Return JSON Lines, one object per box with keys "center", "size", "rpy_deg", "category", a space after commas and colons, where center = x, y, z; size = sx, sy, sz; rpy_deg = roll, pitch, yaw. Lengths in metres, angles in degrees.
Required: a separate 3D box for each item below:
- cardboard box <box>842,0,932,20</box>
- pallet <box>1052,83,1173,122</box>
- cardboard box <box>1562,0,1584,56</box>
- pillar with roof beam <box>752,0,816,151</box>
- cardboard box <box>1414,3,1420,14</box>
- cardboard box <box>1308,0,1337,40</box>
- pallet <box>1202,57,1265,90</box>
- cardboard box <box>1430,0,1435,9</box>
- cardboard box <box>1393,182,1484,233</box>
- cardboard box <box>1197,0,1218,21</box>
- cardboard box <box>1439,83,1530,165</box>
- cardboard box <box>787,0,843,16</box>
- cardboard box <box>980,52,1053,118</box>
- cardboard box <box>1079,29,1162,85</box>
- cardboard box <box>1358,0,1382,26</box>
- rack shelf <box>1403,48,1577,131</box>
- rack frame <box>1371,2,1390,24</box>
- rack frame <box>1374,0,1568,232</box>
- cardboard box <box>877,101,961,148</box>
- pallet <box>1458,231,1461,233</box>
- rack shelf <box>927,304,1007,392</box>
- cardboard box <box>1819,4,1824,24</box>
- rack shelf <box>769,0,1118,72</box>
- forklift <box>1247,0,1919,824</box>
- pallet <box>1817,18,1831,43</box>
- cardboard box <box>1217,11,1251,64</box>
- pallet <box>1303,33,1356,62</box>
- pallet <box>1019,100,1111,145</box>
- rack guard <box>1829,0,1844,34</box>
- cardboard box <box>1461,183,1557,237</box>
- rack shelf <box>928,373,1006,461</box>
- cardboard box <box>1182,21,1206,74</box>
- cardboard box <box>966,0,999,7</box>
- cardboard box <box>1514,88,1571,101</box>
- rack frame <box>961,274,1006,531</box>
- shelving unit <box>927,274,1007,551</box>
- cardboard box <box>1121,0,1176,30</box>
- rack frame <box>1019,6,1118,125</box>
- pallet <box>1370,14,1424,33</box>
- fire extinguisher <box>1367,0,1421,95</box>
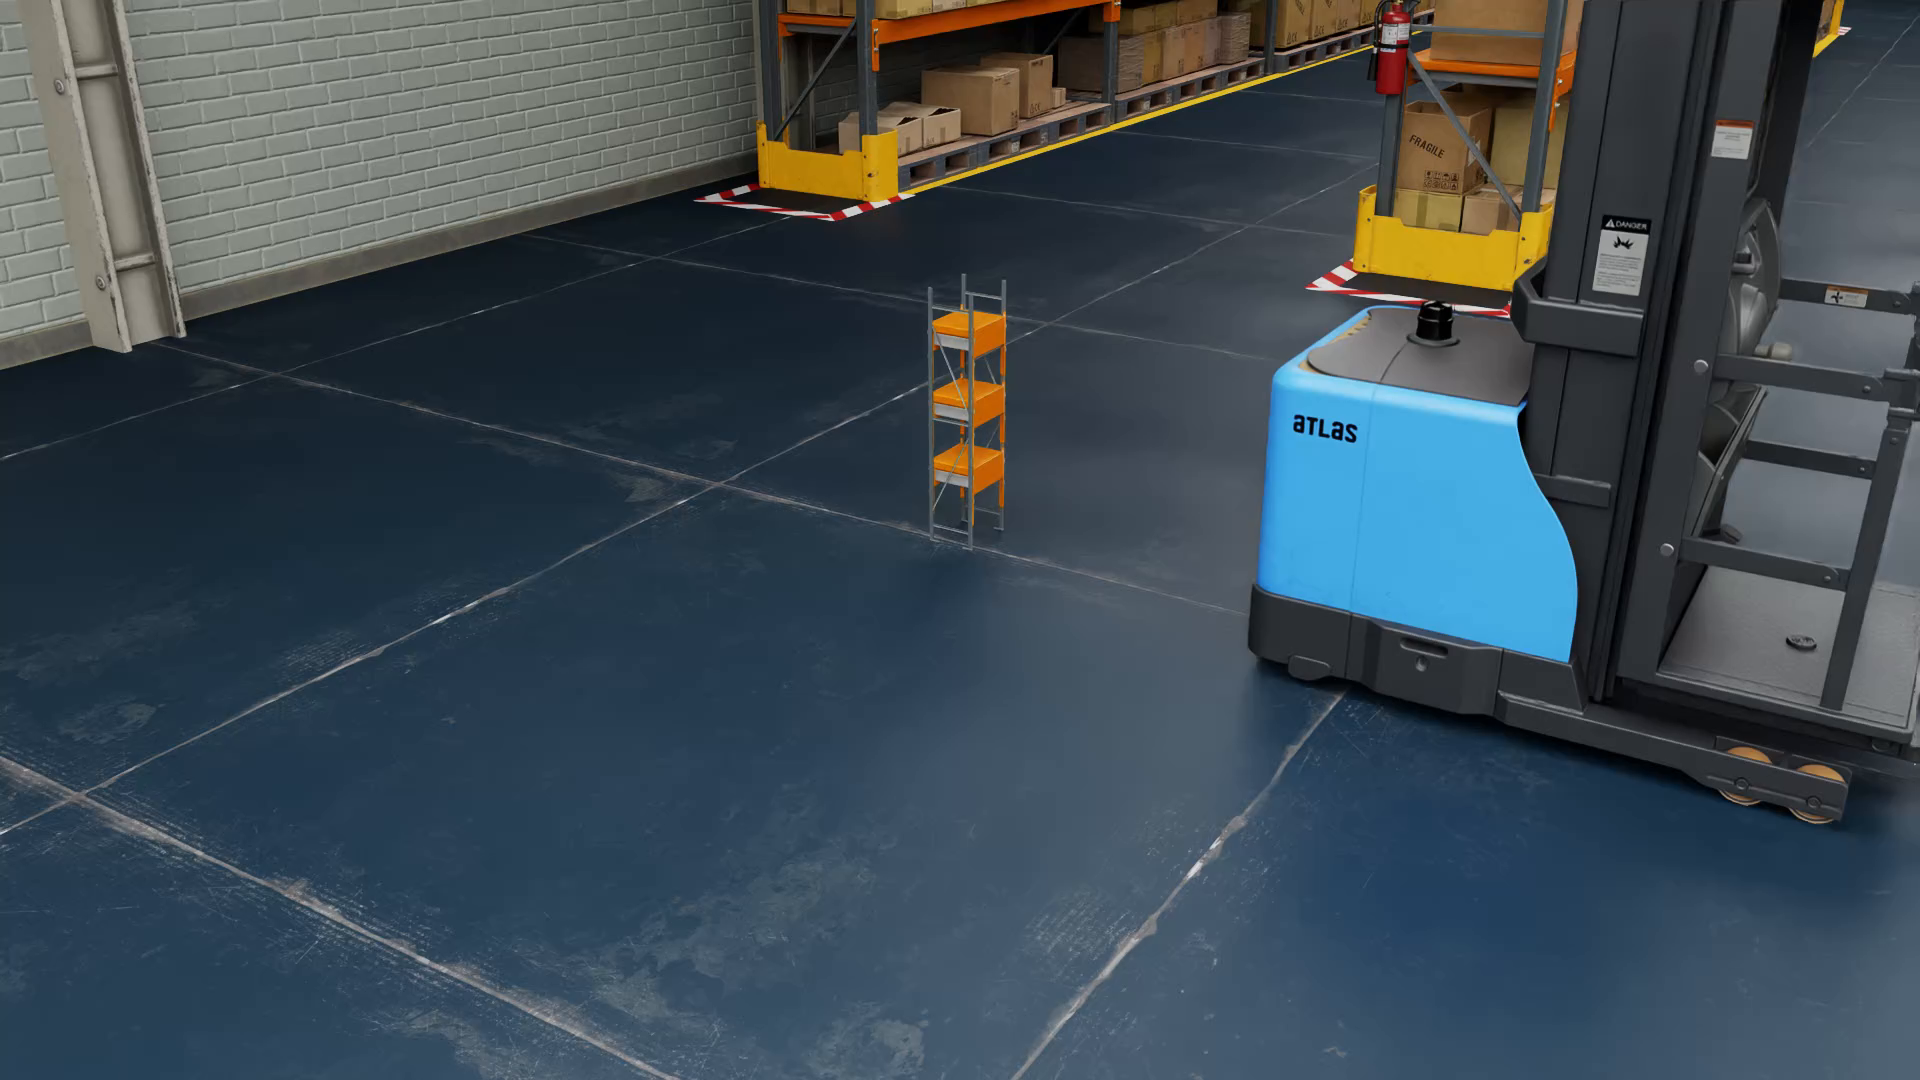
{"center": [-0.556, -4.147, 12.718], "size": [0.500, 0.250, 0.500], "rpy_deg": [13, 27, 27], "category": "cardboard box"}
{"center": [1.436, -4.442, 16.746], "size": [1.003, 0.211, 1.213], "rpy_deg": [14, 27, 29], "category": "pallet"}
{"center": [3.658, -3.451, 10.820], "size": [0.700, 0.500, 0.500], "rpy_deg": [15, 27, 30], "category": "cardboard box"}
{"center": [2.209, -6.377, 10.154], "size": [9.100, 9.000, 0.400], "rpy_deg": [14, 27, 29], "category": "pillar with roof beam"}
{"center": [5.996, -7.604, 23.158], "size": [0.700, 0.500, 0.500], "rpy_deg": [14, 27, 28], "category": "cardboard box"}
{"center": [4.104, -6.530, 20.236], "size": [0.750, 0.750, 0.750], "rpy_deg": [14, 27, 29], "category": "cardboard box"}
{"center": [2.724, -5.266, 18.648], "size": [1.003, 0.211, 1.213], "rpy_deg": [14, 27, 29], "category": "pallet"}
{"center": [6.544, -7.959, 23.976], "size": [0.700, 0.500, 0.500], "rpy_deg": [13, 27, 27], "category": "cardboard box"}
{"center": [3.159, -2.246, 11.094], "size": [0.500, 0.250, 0.500], "rpy_deg": [14, 27, 29], "category": "cardboard box"}
{"center": [2.448, -5.775, 17.962], "size": [0.500, 0.250, 0.500], "rpy_deg": [14, 27, 30], "category": "cardboard box"}
{"center": [3.673, -2.931, 11.733], "size": [0.500, 0.500, 0.500], "rpy_deg": [14, 27, 29], "category": "cardboard box"}
{"center": [-1.001, -4.248, 12.950], "size": [0.500, 0.250, 0.500], "rpy_deg": [14, 27, 30], "category": "cardboard box"}
{"center": [0.513, -4.155, 15.165], "size": [0.500, 0.500, 0.500], "rpy_deg": [12, 26, 25], "category": "cardboard box"}
{"center": [1.631, -4.950, 17.002], "size": [0.700, 0.500, 0.500], "rpy_deg": [13, 27, 28], "category": "cardboard box"}
{"center": [5.015, -7.119, 21.595], "size": [0.750, 0.750, 0.750], "rpy_deg": [14, 27, 30], "category": "cardboard box"}
{"center": [4.182, -3.417, 11.773], "size": [1.077, 0.370, 4.000], "rpy_deg": [14, 27, 29], "category": "rack shelf"}
{"center": [5.247, -8.159, 21.821], "size": [1.000, 3.000, 0.127], "rpy_deg": [14, 27, 29], "category": "rack frame"}
{"center": [3.127, -3.072, 10.070], "size": [1.000, 3.000, 0.127], "rpy_deg": [14, 27, 29], "category": "rack frame"}
{"center": [-0.341, -3.484, 13.853], "size": [0.500, 0.311, 0.500], "rpy_deg": [16, 28, 33], "category": "cardboard box"}
{"center": [3.495, -2.059, 11.241], "size": [1.003, 0.211, 1.213], "rpy_deg": [14, 27, 29], "category": "pallet"}
{"center": [0.028, -0.751, 6.475], "size": [0.215, 0.259, 0.240], "rpy_deg": [14, 27, 29], "category": "rack shelf"}
{"center": [10.963, -6.863, 21.734], "size": [0.500, 0.250, 0.500], "rpy_deg": [14, 27, 29], "category": "cardboard box"}
{"center": [-0.028, -4.454, 14.168], "size": [1.077, 0.370, 4.000], "rpy_deg": [14, 27, 29], "category": "rack shelf"}
{"center": [2.515, -0.761, 4.818], "size": [3.031, 2.935, 1.130], "rpy_deg": [14, 27, 29], "category": "forklift"}
{"center": [11.107, -6.897, 22.418], "size": [1.003, 0.211, 1.213], "rpy_deg": [14, 27, 29], "category": "pallet"}
{"center": [2.801, -5.610, 18.525], "size": [0.700, 0.500, 0.500], "rpy_deg": [14, 27, 30], "category": "cardboard box"}
{"center": [4.261, -6.190, 20.782], "size": [1.003, 0.211, 1.213], "rpy_deg": [14, 27, 29], "category": "pallet"}
{"center": [0.703, -3.945, 15.597], "size": [1.003, 0.211, 1.213], "rpy_deg": [14, 27, 29], "category": "pallet"}
{"center": [11.527, -7.299, 22.982], "size": [1.175, 0.500, 0.348], "rpy_deg": [14, 27, 29], "category": "rack guard"}
{"center": [3.599, -2.137, 10.844], "size": [0.500, 0.250, 0.500], "rpy_deg": [14, 27, 29], "category": "cardboard box"}
{"center": [0.028, -0.490, 6.587], "size": [0.215, 0.259, 0.240], "rpy_deg": [14, 27, 29], "category": "rack shelf"}
{"center": [2.193, -5.287, 17.779], "size": [0.700, 0.500, 0.500], "rpy_deg": [14, 27, 29], "category": "cardboard box"}
{"center": [-0.020, -4.496, 13.524], "size": [0.500, 0.250, 0.500], "rpy_deg": [13, 27, 28], "category": "cardboard box"}
{"center": [4.114, -2.822, 11.482], "size": [0.500, 0.500, 0.500], "rpy_deg": [14, 27, 29], "category": "cardboard box"}
{"center": [0.093, -0.541, 6.678], "size": [0.200, 1.050, 0.008], "rpy_deg": [14, 27, 29], "category": "rack frame"}
{"center": [0.028, -0.500, 6.583], "size": [0.215, 1.050, 0.252], "rpy_deg": [14, 27, 29], "category": "shelving unit"}
{"center": [1.902, -5.435, 17.179], "size": [0.500, 0.250, 0.500], "rpy_deg": [13, 27, 27], "category": "cardboard box"}
{"center": [1.027, -5.459, 15.584], "size": [1.000, 3.000, 0.127], "rpy_deg": [14, 27, 29], "category": "rack frame"}
{"center": [5.715, -7.120, 22.930], "size": [1.003, 0.211, 1.213], "rpy_deg": [14, 27, 29], "category": "pallet"}
{"center": [2.670, -3.094, 10.219], "size": [0.296, 0.674, 0.183], "rpy_deg": [14, 27, 29], "category": "fire extinguisher"}
